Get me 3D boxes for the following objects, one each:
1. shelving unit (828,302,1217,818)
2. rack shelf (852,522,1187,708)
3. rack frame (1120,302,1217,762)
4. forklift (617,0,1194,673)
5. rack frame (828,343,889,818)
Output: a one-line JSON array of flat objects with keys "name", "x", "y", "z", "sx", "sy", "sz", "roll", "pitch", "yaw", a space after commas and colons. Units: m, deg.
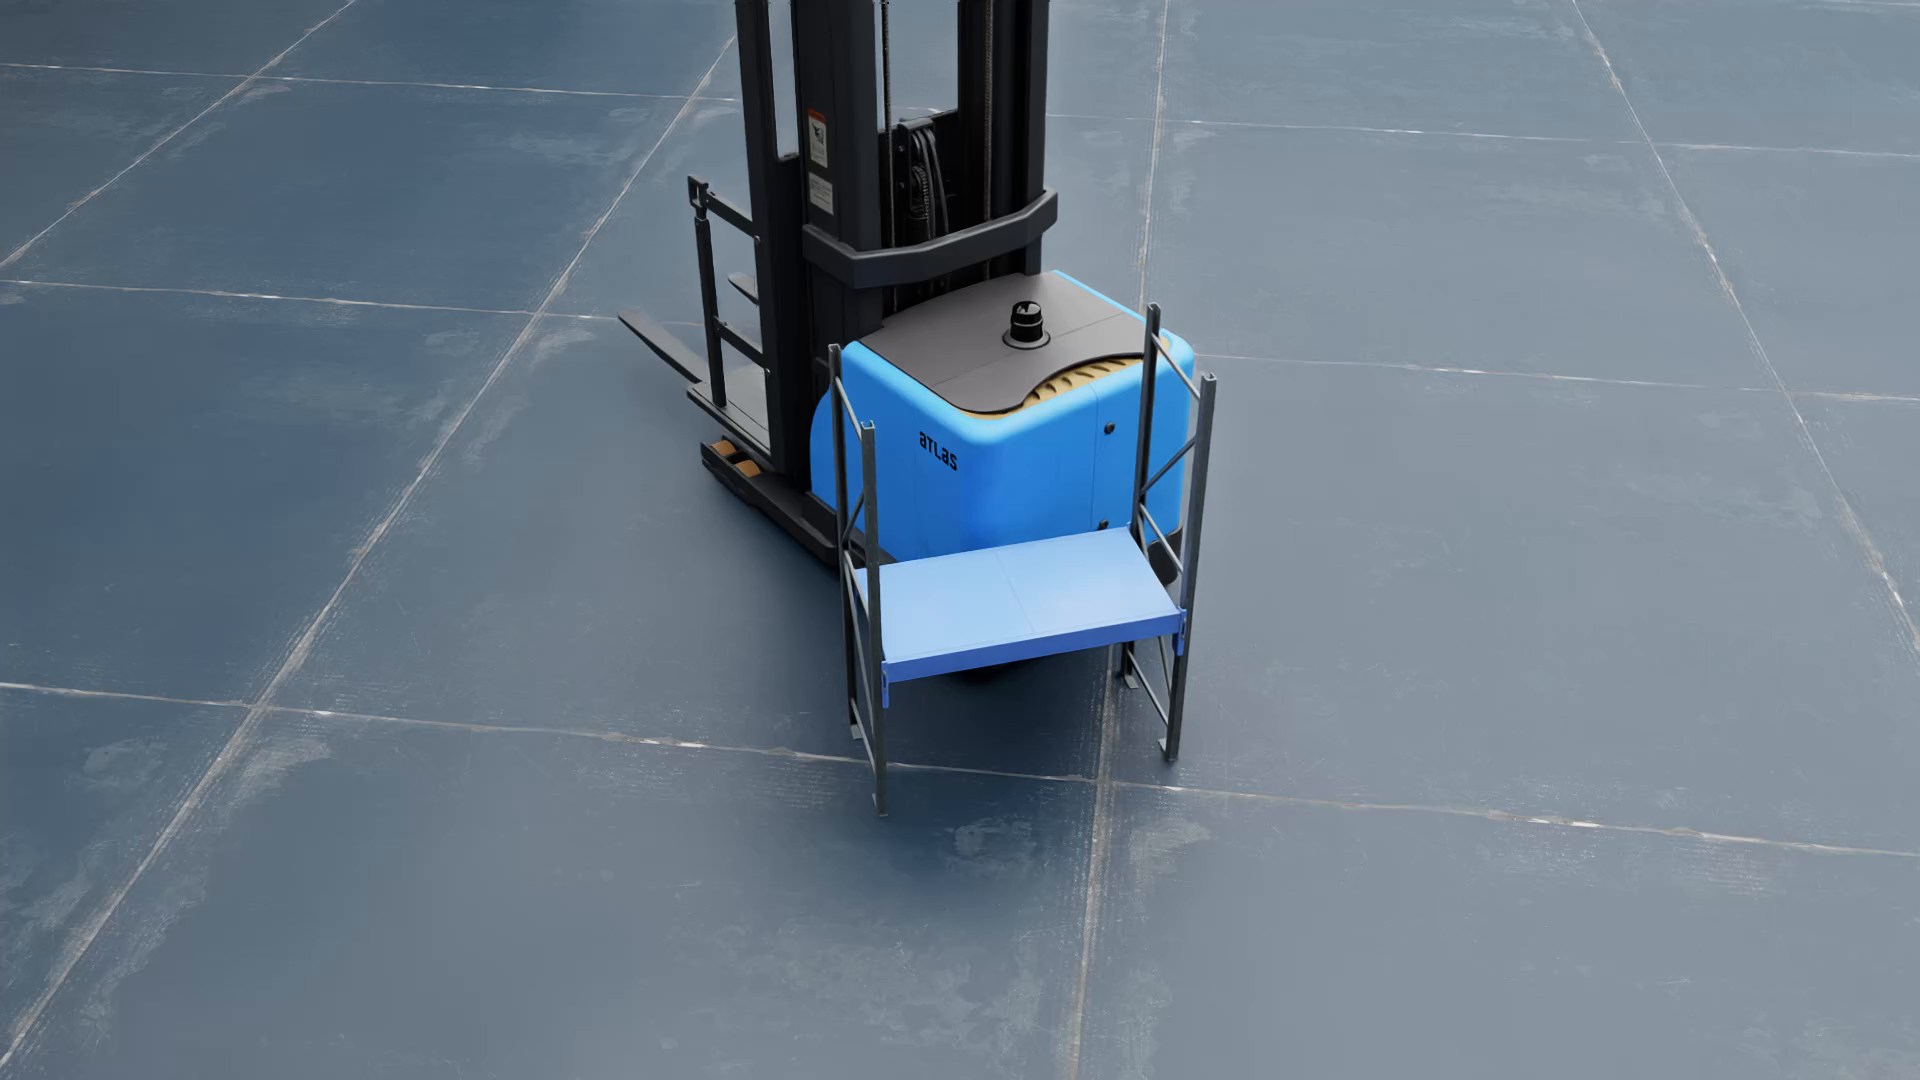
[{"name": "shelving unit", "x": 0.175, "y": 0.085, "z": 5.340, "sx": 1.048, "sy": 1.500, "sz": 0.538, "roll": -9, "pitch": 36, "yaw": -12}, {"name": "rack shelf", "x": 0.175, "y": 0.231, "z": 5.444, "sx": 1.000, "sy": 0.185, "sz": 0.538, "roll": -9, "pitch": 36, "yaw": -12}, {"name": "rack frame", "x": 0.666, "y": 0.008, "z": 5.448, "sx": 0.032, "sy": 1.500, "sz": 0.500, "roll": -9, "pitch": 36, "yaw": -12}, {"name": "forklift", "x": -0.446, "y": -1.517, "z": 6.352, "sx": 1.130, "sy": 2.935, "sz": 3.031, "roll": -24, "pitch": 42, "yaw": -30}, {"name": "rack frame", "x": -0.316, "y": 0.162, "z": 5.232, "sx": 0.032, "sy": 1.500, "sz": 0.500, "roll": -9, "pitch": 36, "yaw": -12}]
